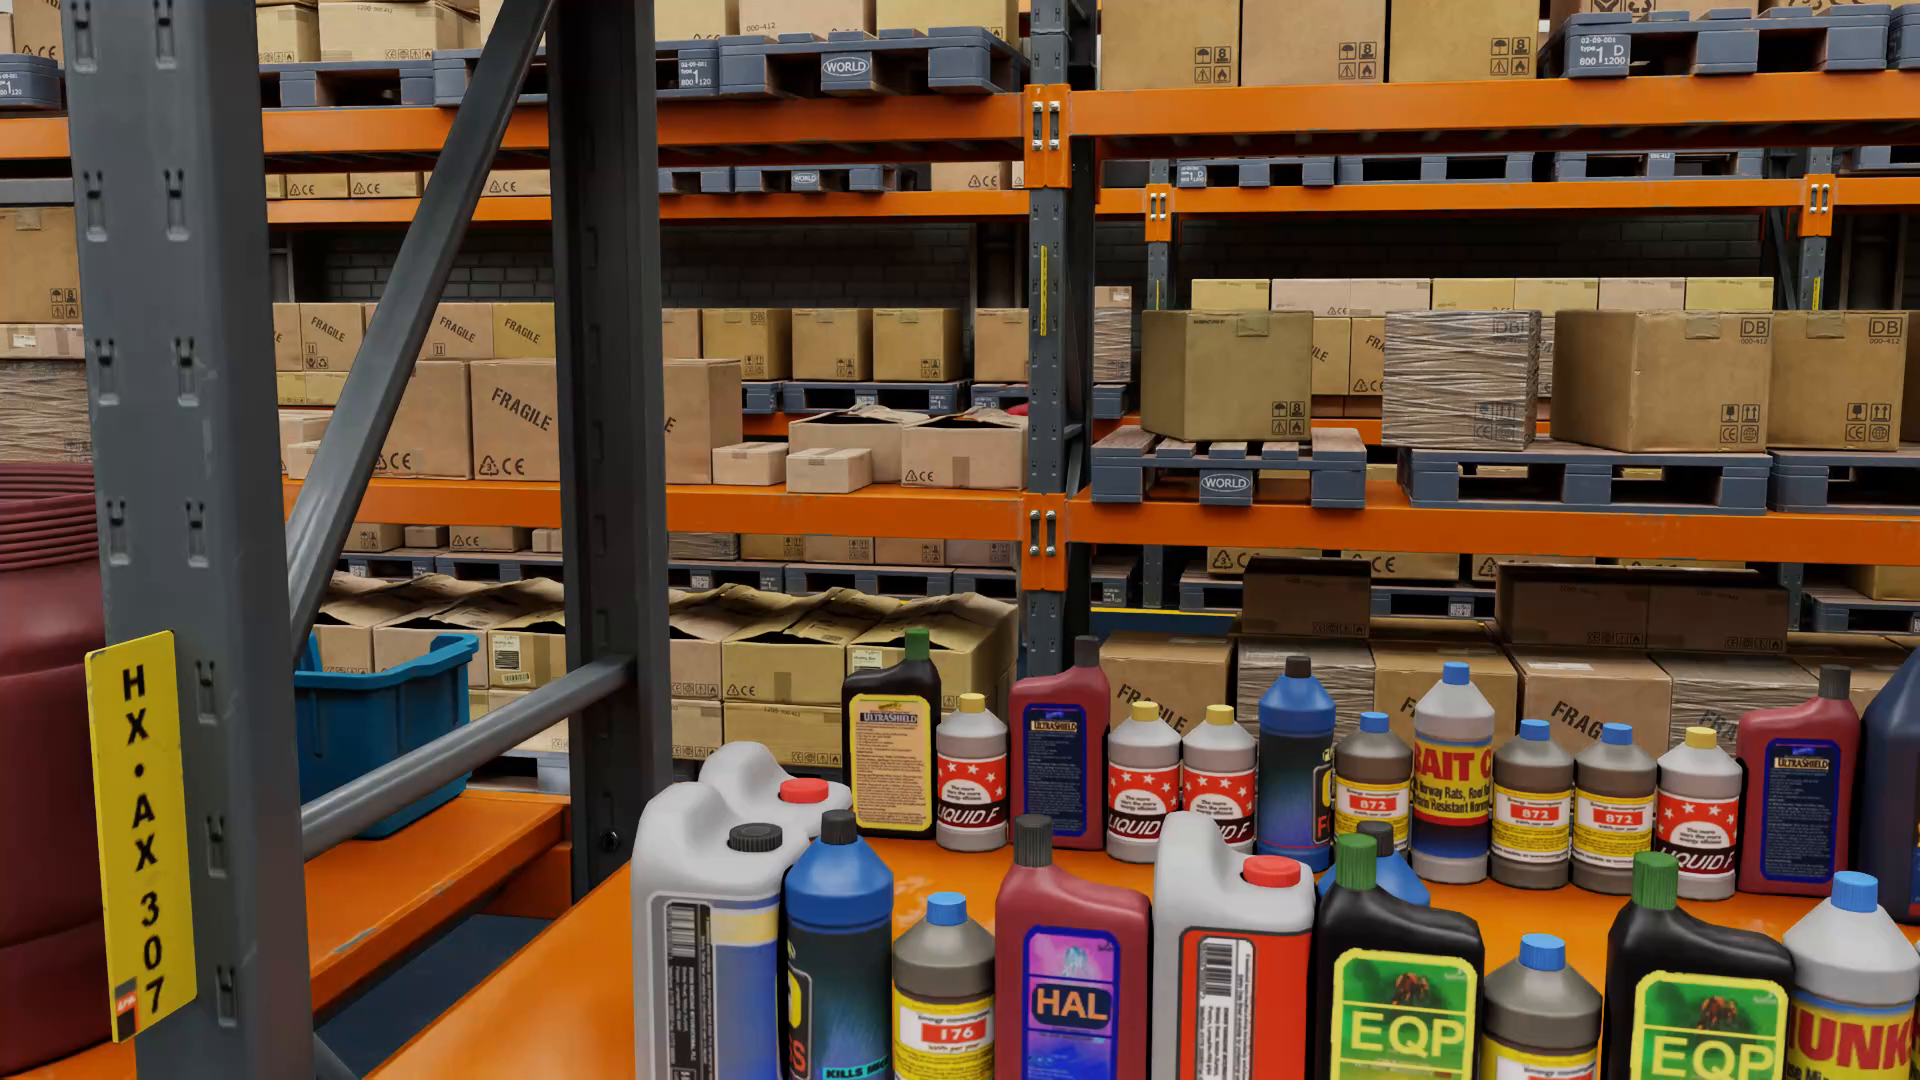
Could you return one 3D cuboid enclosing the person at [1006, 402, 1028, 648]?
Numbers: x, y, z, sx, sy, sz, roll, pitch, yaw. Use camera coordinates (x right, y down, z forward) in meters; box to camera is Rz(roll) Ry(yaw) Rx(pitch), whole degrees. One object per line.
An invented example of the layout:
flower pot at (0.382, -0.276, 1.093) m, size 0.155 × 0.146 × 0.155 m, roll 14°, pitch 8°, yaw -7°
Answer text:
person at (0.518, -0.194, 9.745) m, size 0.555 × 1.725 × 0.670 m, roll 2°, pitch 8°, yaw 17°
